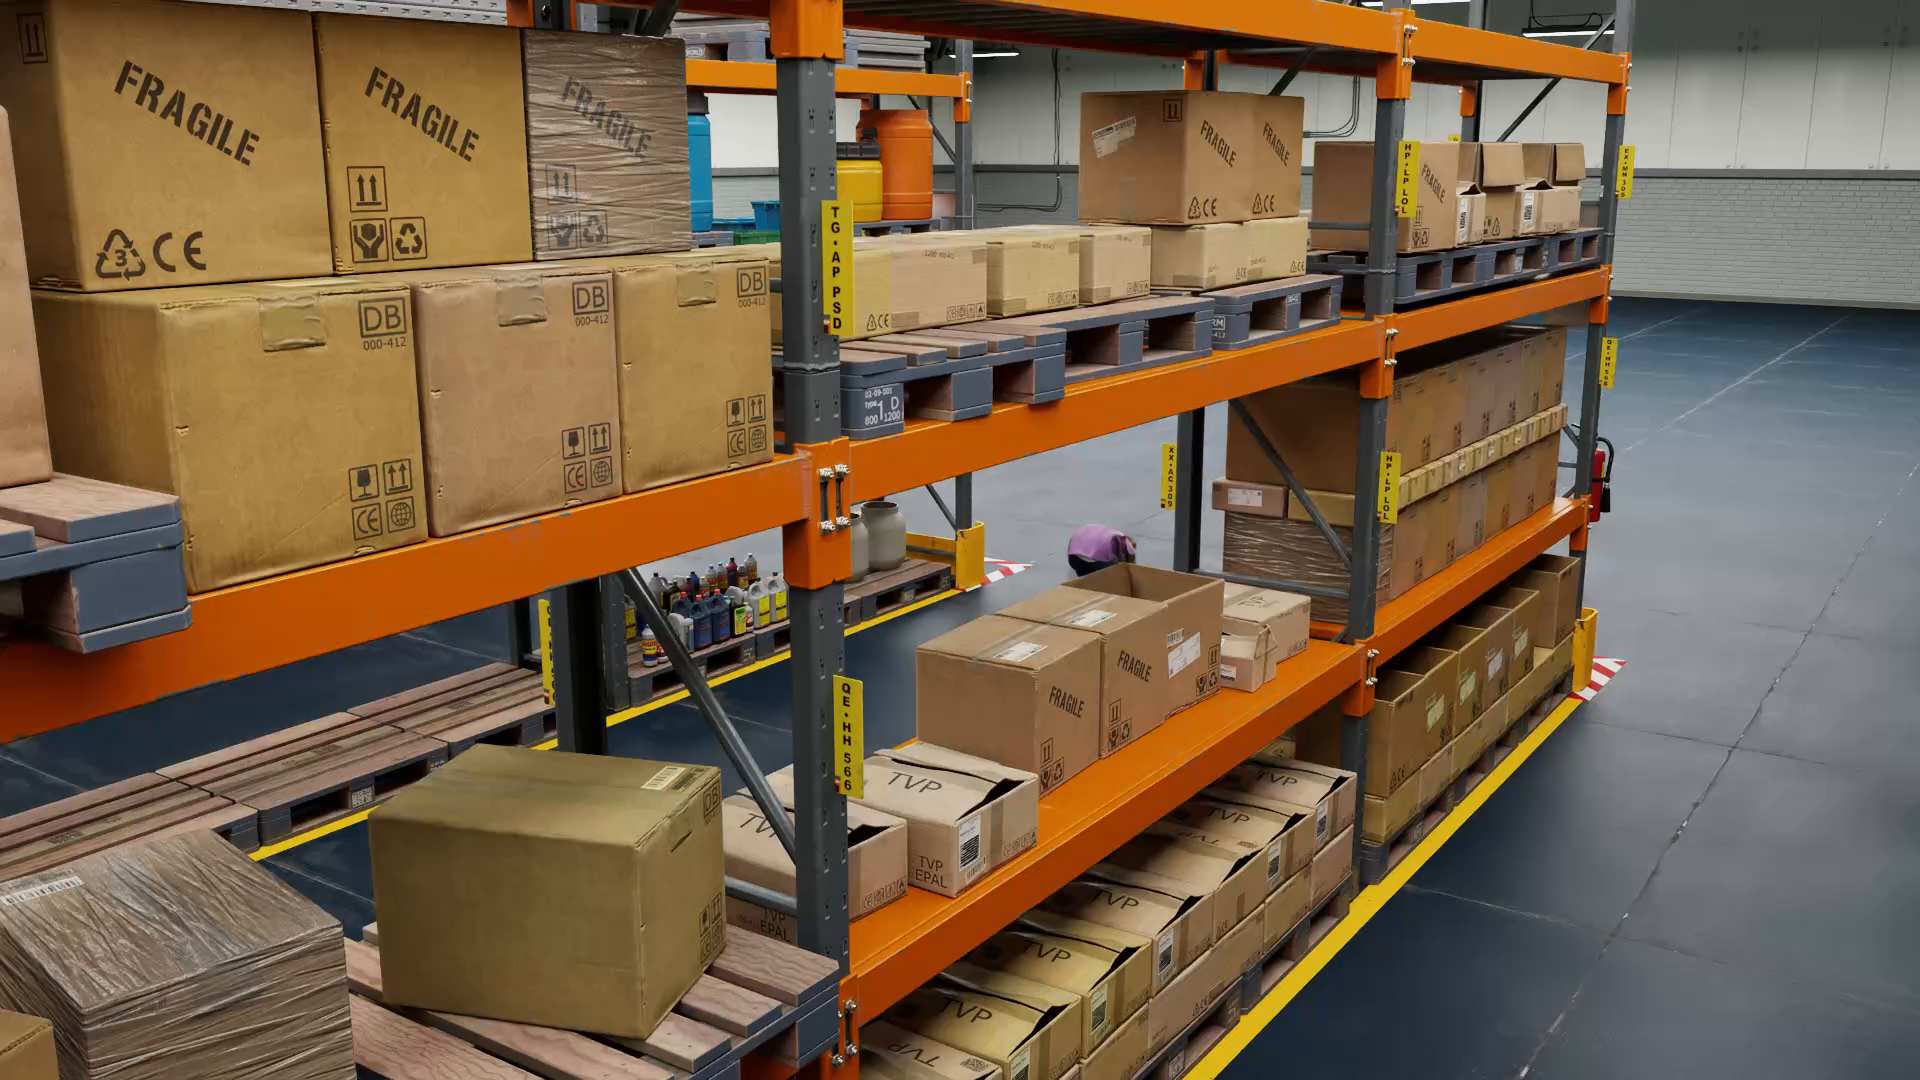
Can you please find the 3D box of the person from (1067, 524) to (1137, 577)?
[{"bbox_3d":[1.081,0.281,12.392,0.424,0.873,0.853,8,15,30],"label":"person"}]
